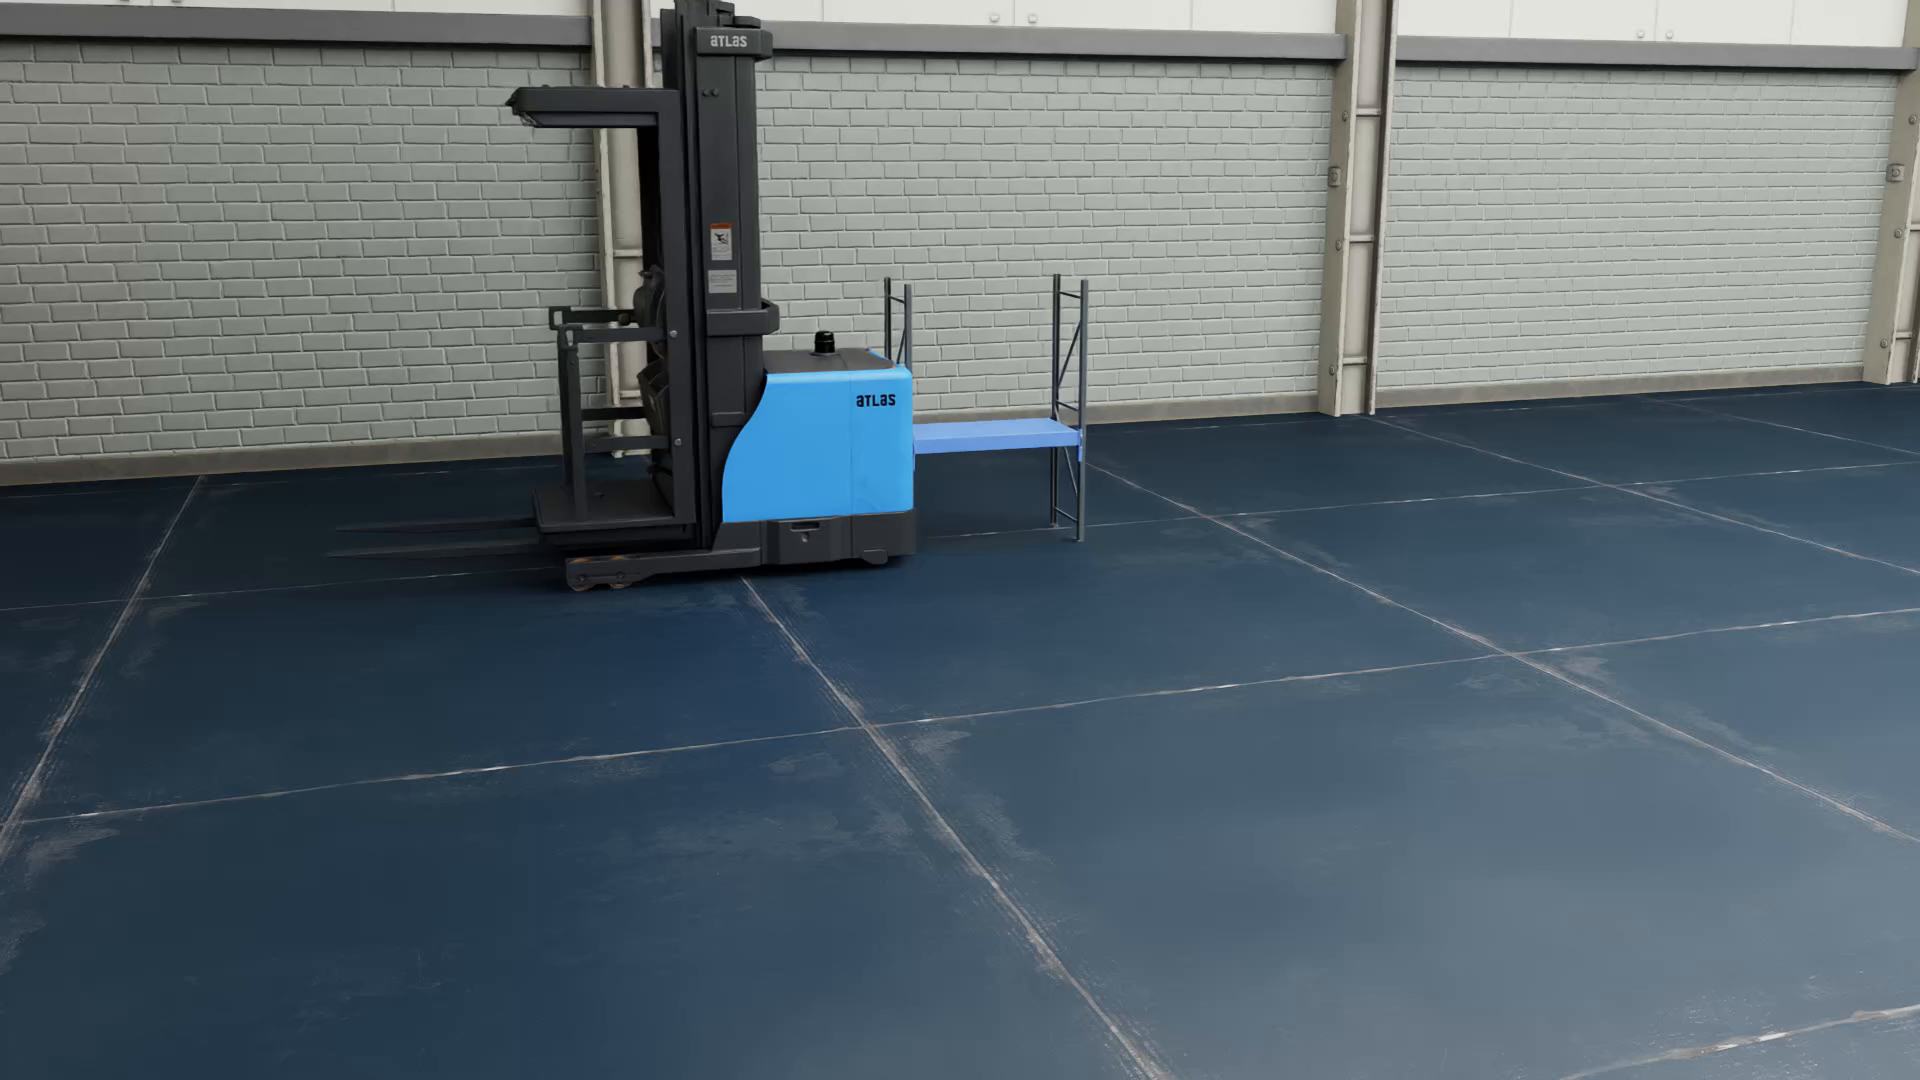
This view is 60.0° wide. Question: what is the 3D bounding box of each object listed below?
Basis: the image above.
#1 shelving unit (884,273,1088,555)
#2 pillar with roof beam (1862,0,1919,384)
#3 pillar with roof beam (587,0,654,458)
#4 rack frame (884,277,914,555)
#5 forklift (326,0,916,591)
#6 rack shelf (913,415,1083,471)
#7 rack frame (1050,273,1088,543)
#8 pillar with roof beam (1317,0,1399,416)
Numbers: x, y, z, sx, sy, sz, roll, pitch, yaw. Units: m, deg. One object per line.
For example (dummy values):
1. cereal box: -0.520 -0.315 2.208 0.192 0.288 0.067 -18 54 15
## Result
1. shelving unit: 0.142 -0.737 9.498 1.048 1.500 0.538 -4 14 -16
2. pillar with roof beam: 10.358 -4.968 11.081 0.400 9.000 9.100 -4 14 -18
3. pillar with roof beam: -1.015 -4.082 7.358 0.400 9.000 9.100 -4 14 -18
4. rack frame: -0.346 -0.703 9.358 0.032 1.500 0.500 -4 14 -16
5. forklift: -1.817 -1.299 8.771 3.031 2.935 1.130 -4 14 -16
6. rack shelf: 0.142 -0.562 9.540 1.000 0.185 0.538 -4 14 -16
7. rack frame: 0.629 -0.770 9.639 0.032 1.500 0.500 -4 14 -16
8. pillar with roof beam: 4.671 -4.525 9.220 0.400 9.000 9.100 -4 14 -18
